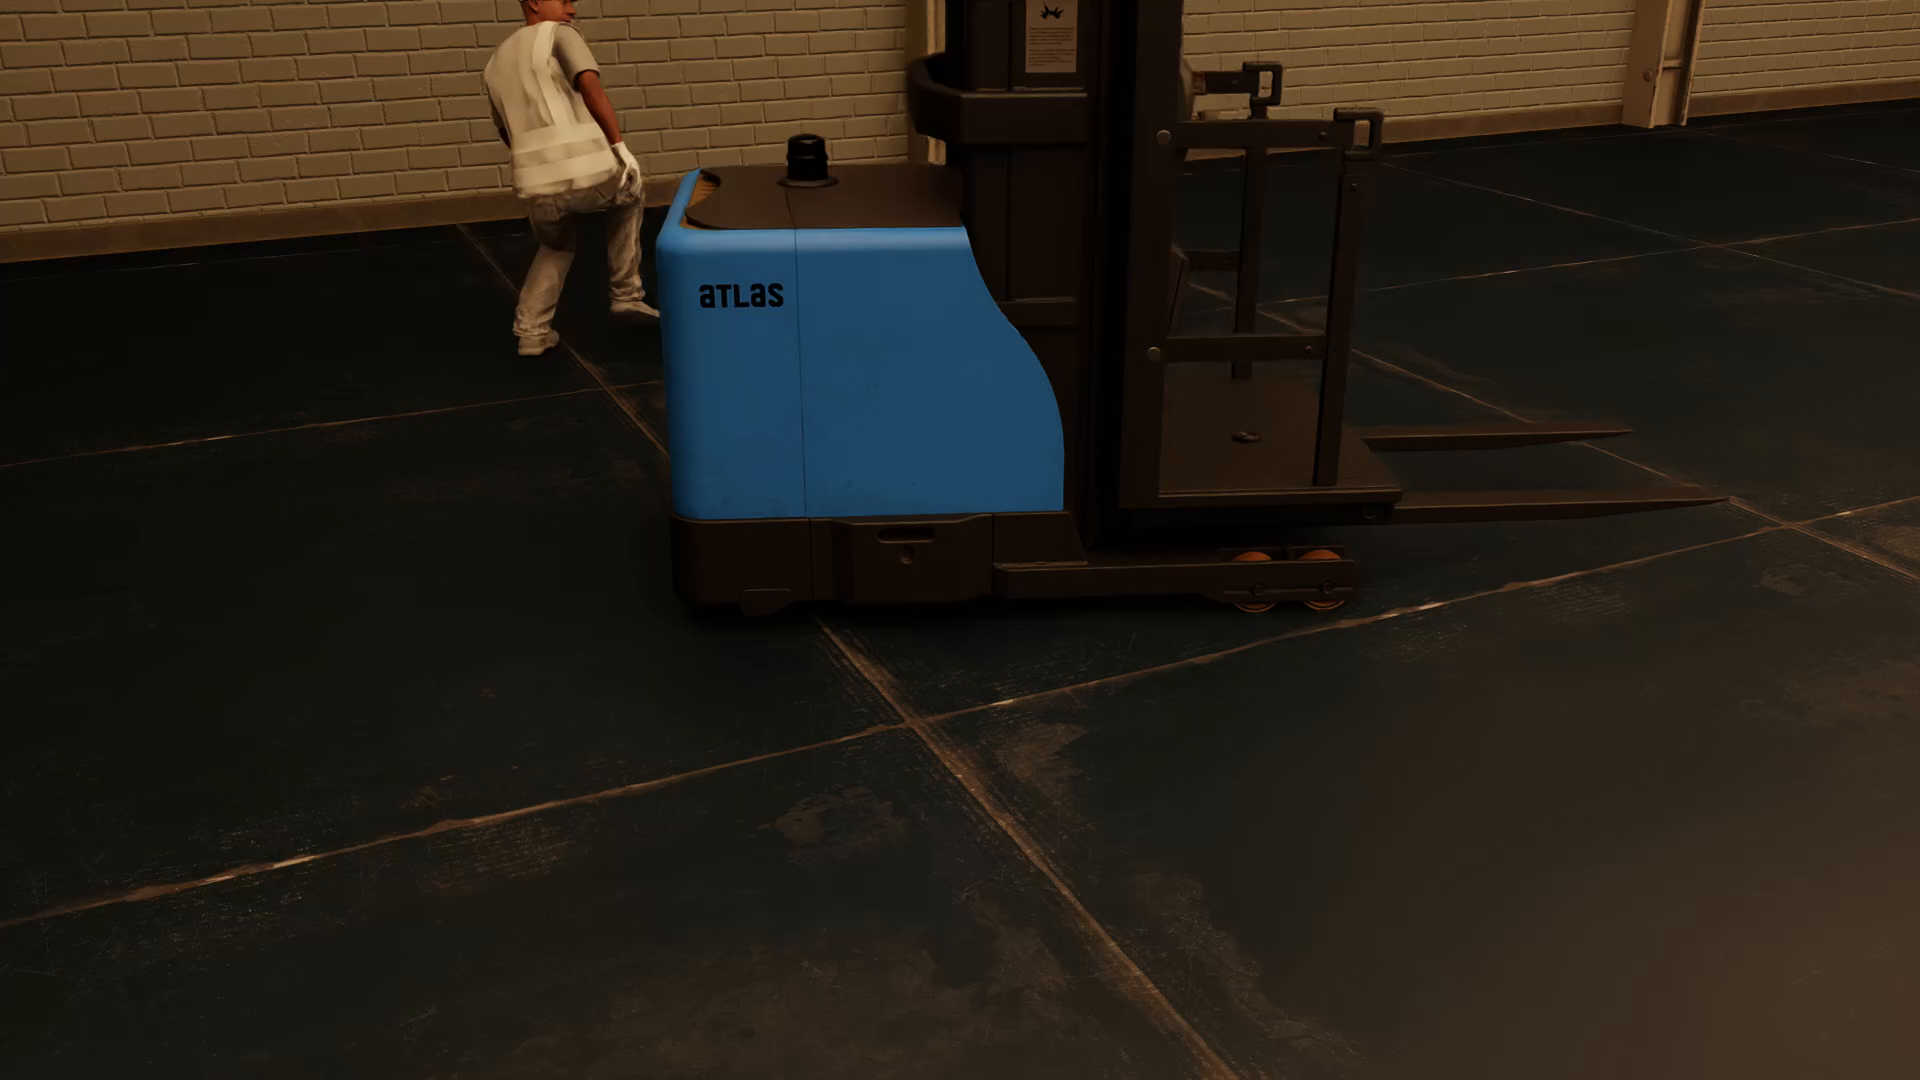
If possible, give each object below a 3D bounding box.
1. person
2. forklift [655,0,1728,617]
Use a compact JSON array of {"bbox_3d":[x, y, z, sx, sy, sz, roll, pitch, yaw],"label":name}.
[{"bbox_3d":[-1.549,-1.551,6.854,0.802,1.557,0.781,6,23,14],"label":"person"},{"bbox_3d":[0.693,-1.353,4.543,3.031,2.935,1.130,-2,23,-4],"label":"forklift"}]
